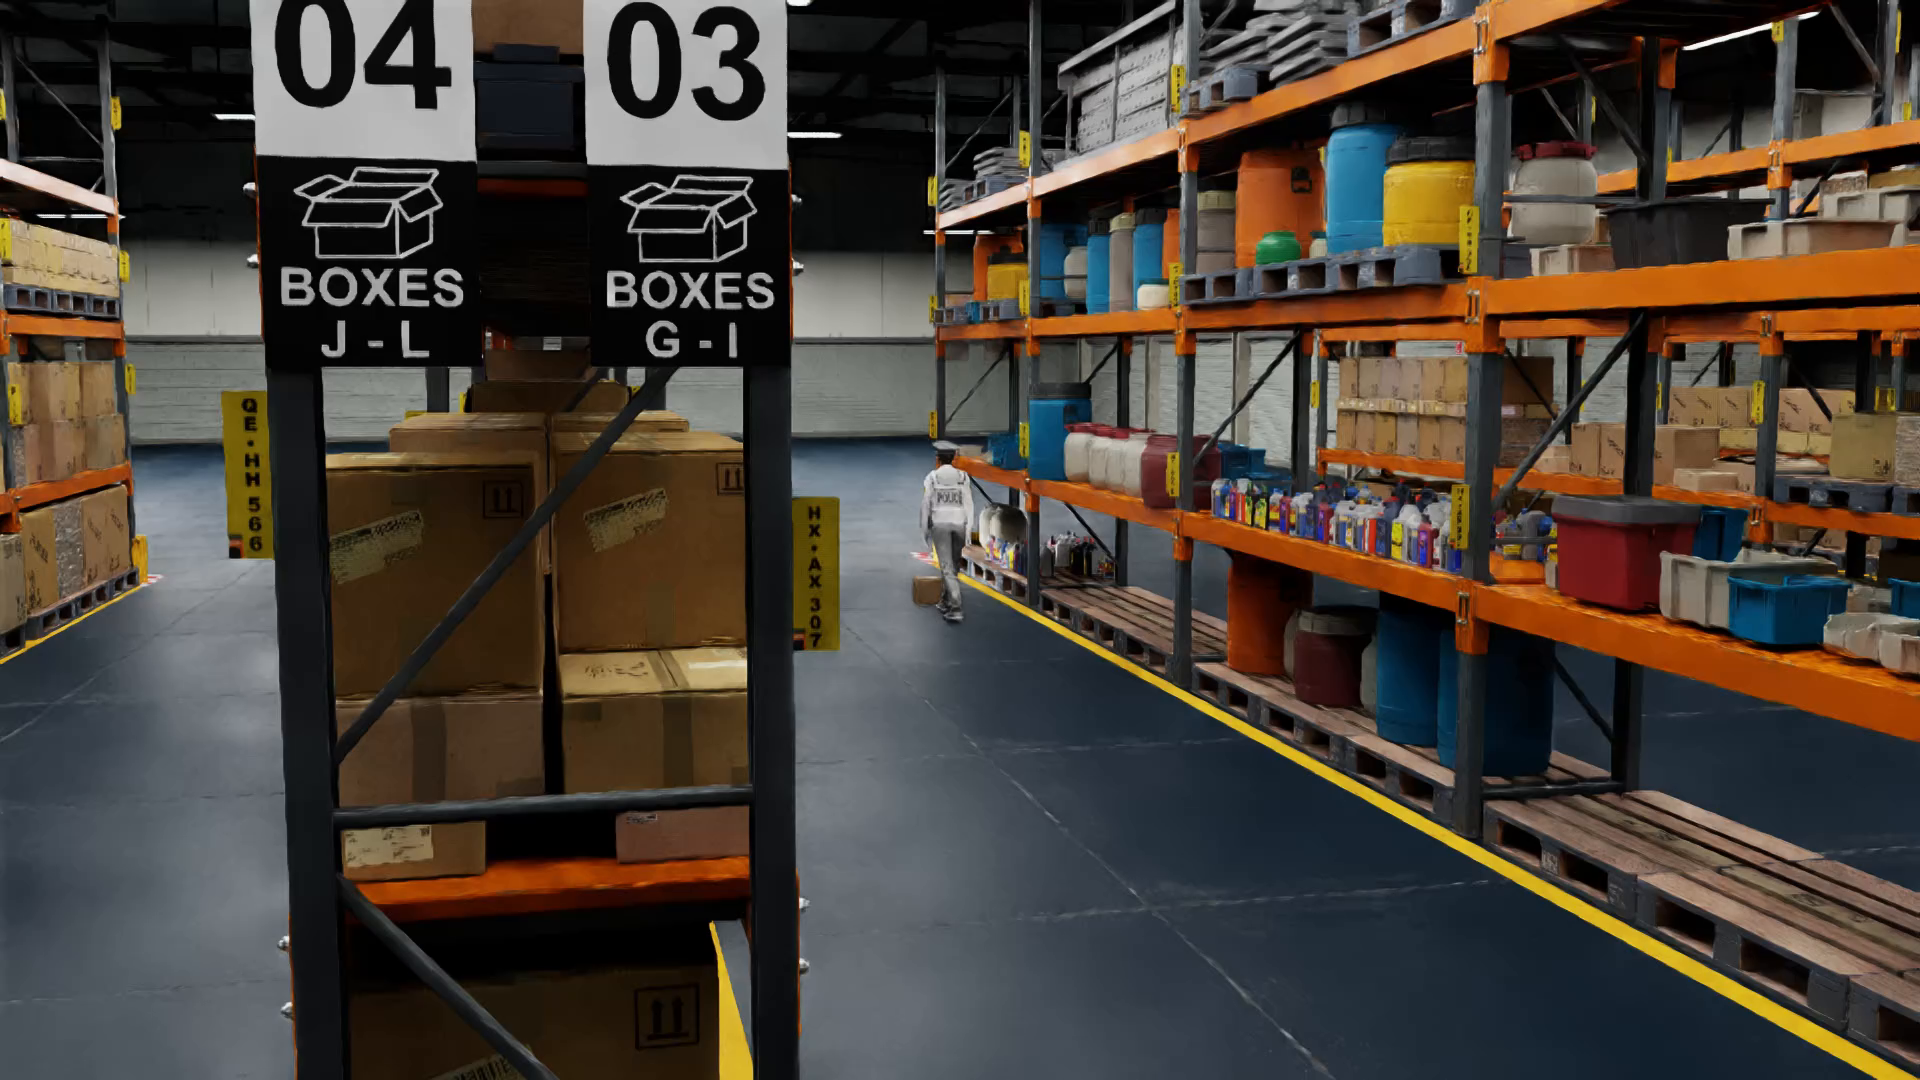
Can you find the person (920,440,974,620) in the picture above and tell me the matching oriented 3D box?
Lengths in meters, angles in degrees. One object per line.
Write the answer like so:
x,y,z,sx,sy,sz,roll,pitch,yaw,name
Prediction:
-0.154,-0.114,15.516,0.483,1.633,0.808,-3,7,-22,person
